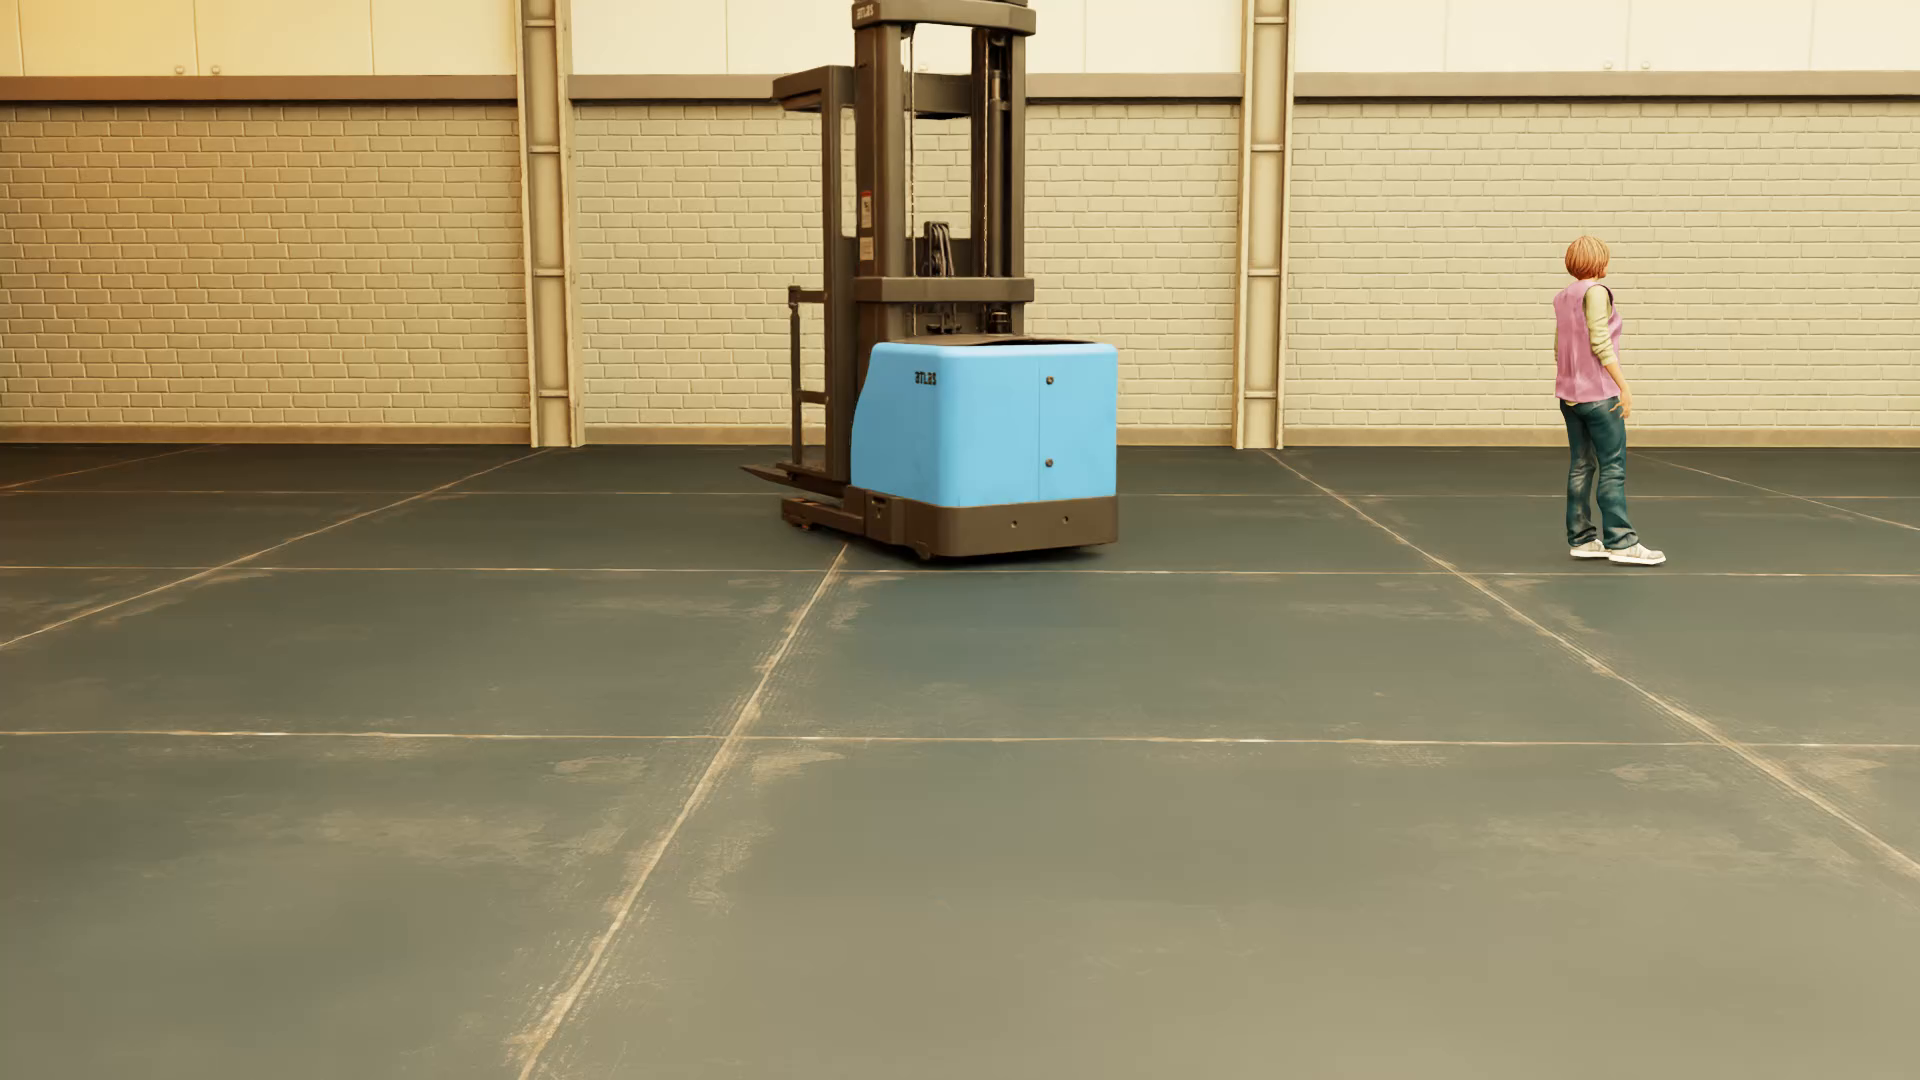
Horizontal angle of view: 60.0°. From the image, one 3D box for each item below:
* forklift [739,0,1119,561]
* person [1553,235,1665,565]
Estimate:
[{"bbox_3d":[-0.365,-1.528,9.302,1.130,2.935,3.031,-5,10,-30],"label":"forklift"},{"bbox_3d":[3.197,-0.698,8.236,0.475,1.597,0.520,-1,9,-10],"label":"person"}]
